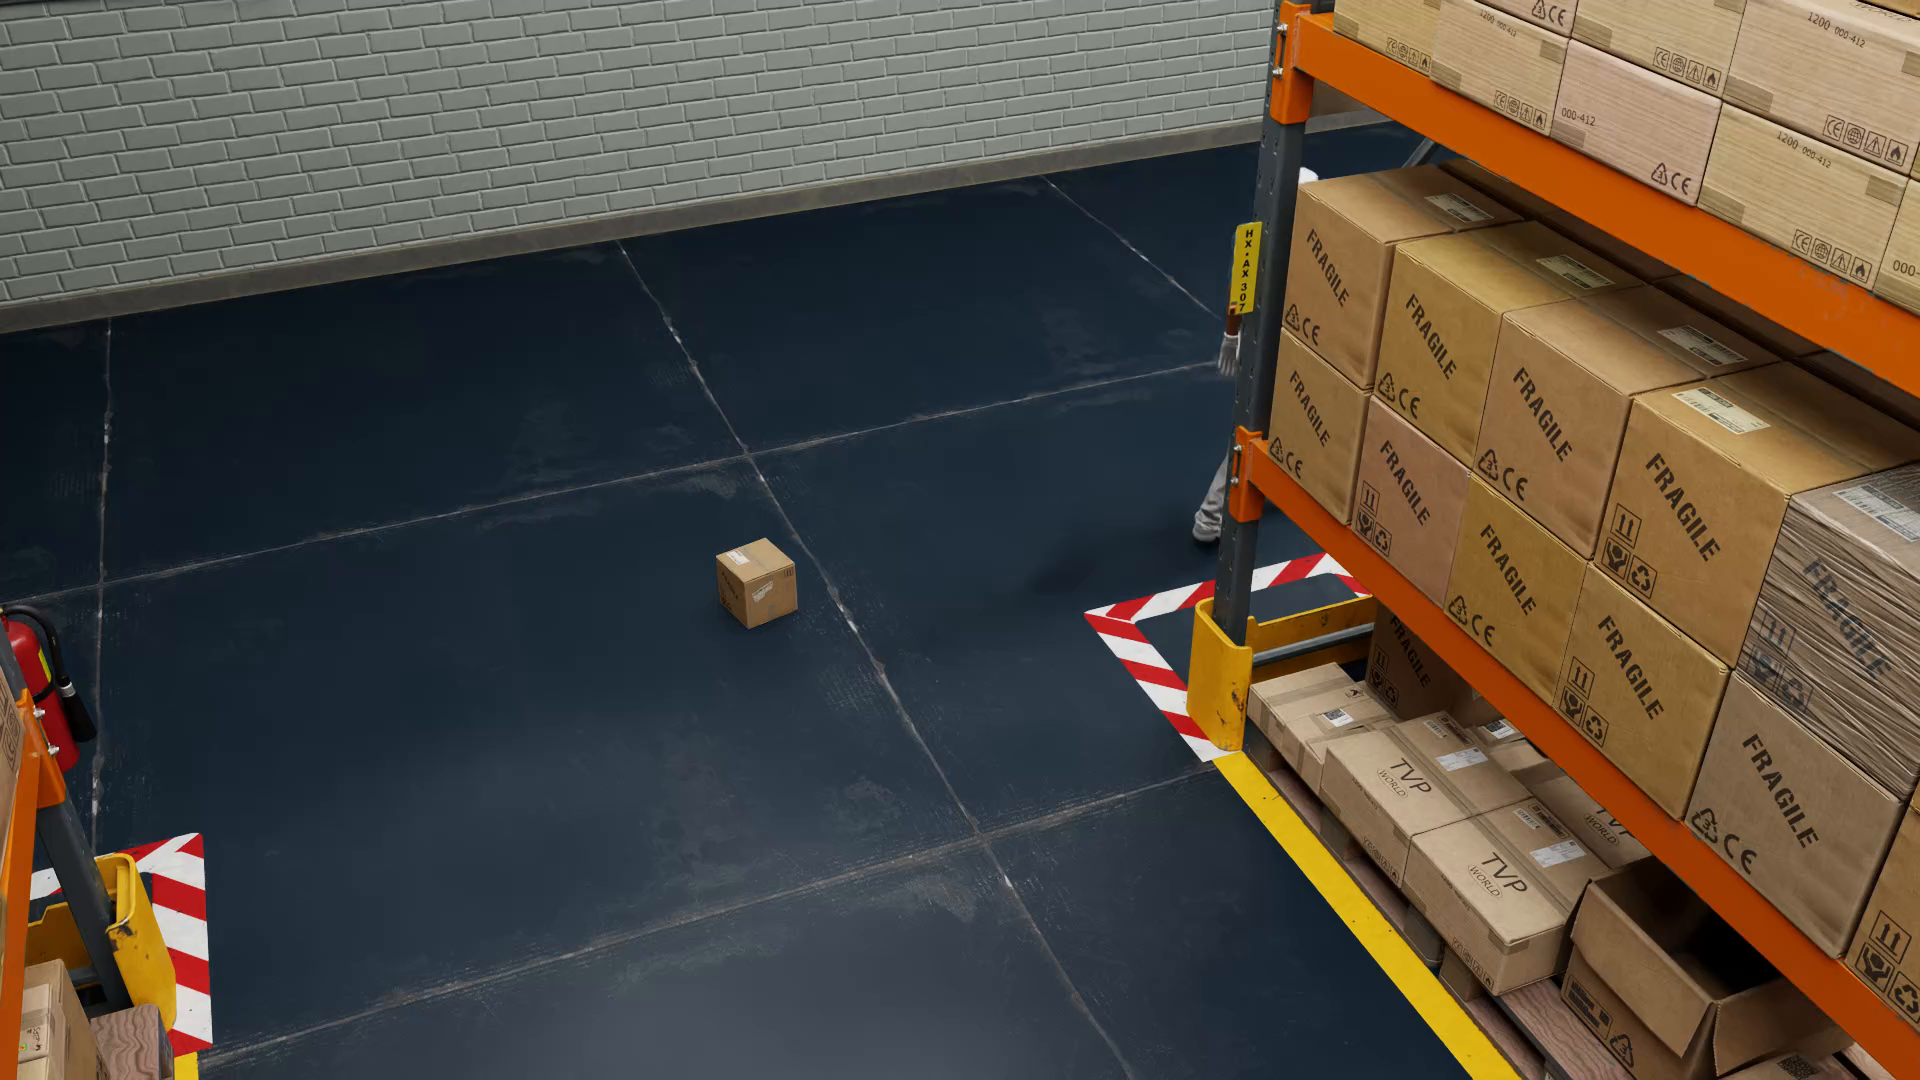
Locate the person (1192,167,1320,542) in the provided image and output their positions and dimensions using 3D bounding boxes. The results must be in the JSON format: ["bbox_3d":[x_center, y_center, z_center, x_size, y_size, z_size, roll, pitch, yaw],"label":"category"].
[{"bbox_3d":[1.512,-0.823,7.343,0.941,1.735,0.604,-11,35,-16],"label":"person"}]
